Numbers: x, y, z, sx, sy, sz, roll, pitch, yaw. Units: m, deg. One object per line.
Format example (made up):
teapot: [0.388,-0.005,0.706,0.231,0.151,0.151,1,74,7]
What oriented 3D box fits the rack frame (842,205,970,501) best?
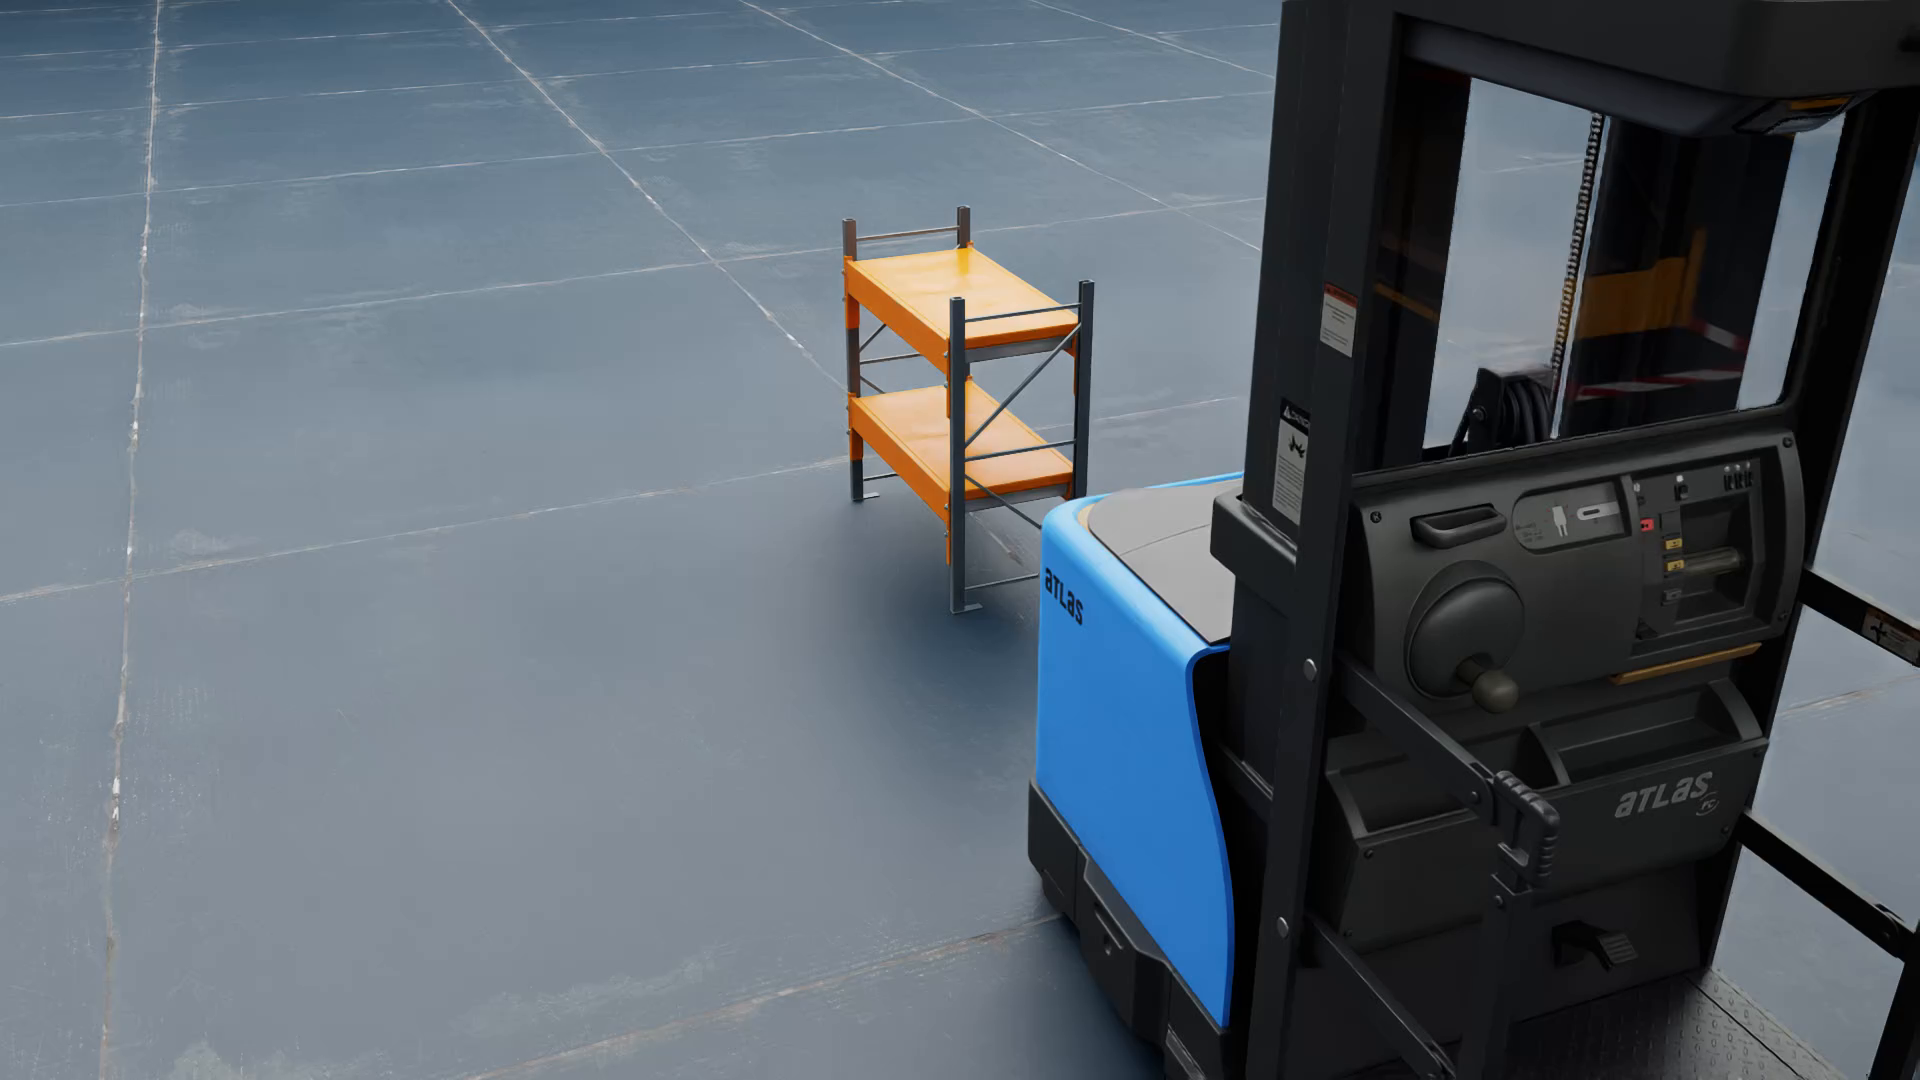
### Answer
rack frame: [-0.196,-0.708,6.418,0.500,1.125,0.032,-11,28,-21]

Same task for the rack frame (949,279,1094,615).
rack frame: [0.202,-0.298,5.577,0.500,1.125,0.032,-11,28,-21]

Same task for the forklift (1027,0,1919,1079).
forklift: [1.184,0.084,2.738,1.130,2.935,3.031,-10,28,-19]

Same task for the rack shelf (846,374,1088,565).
rack shelf: [0.003,-0.283,6.105,0.538,0.278,1.000,-11,28,-21]

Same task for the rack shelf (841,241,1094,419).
rack shelf: [0.003,-0.766,5.869,0.538,0.278,1.000,-11,28,-21]

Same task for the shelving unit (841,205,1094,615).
shelving unit: [0.003,-0.503,5.998,0.538,1.125,1.048,-11,28,-21]
